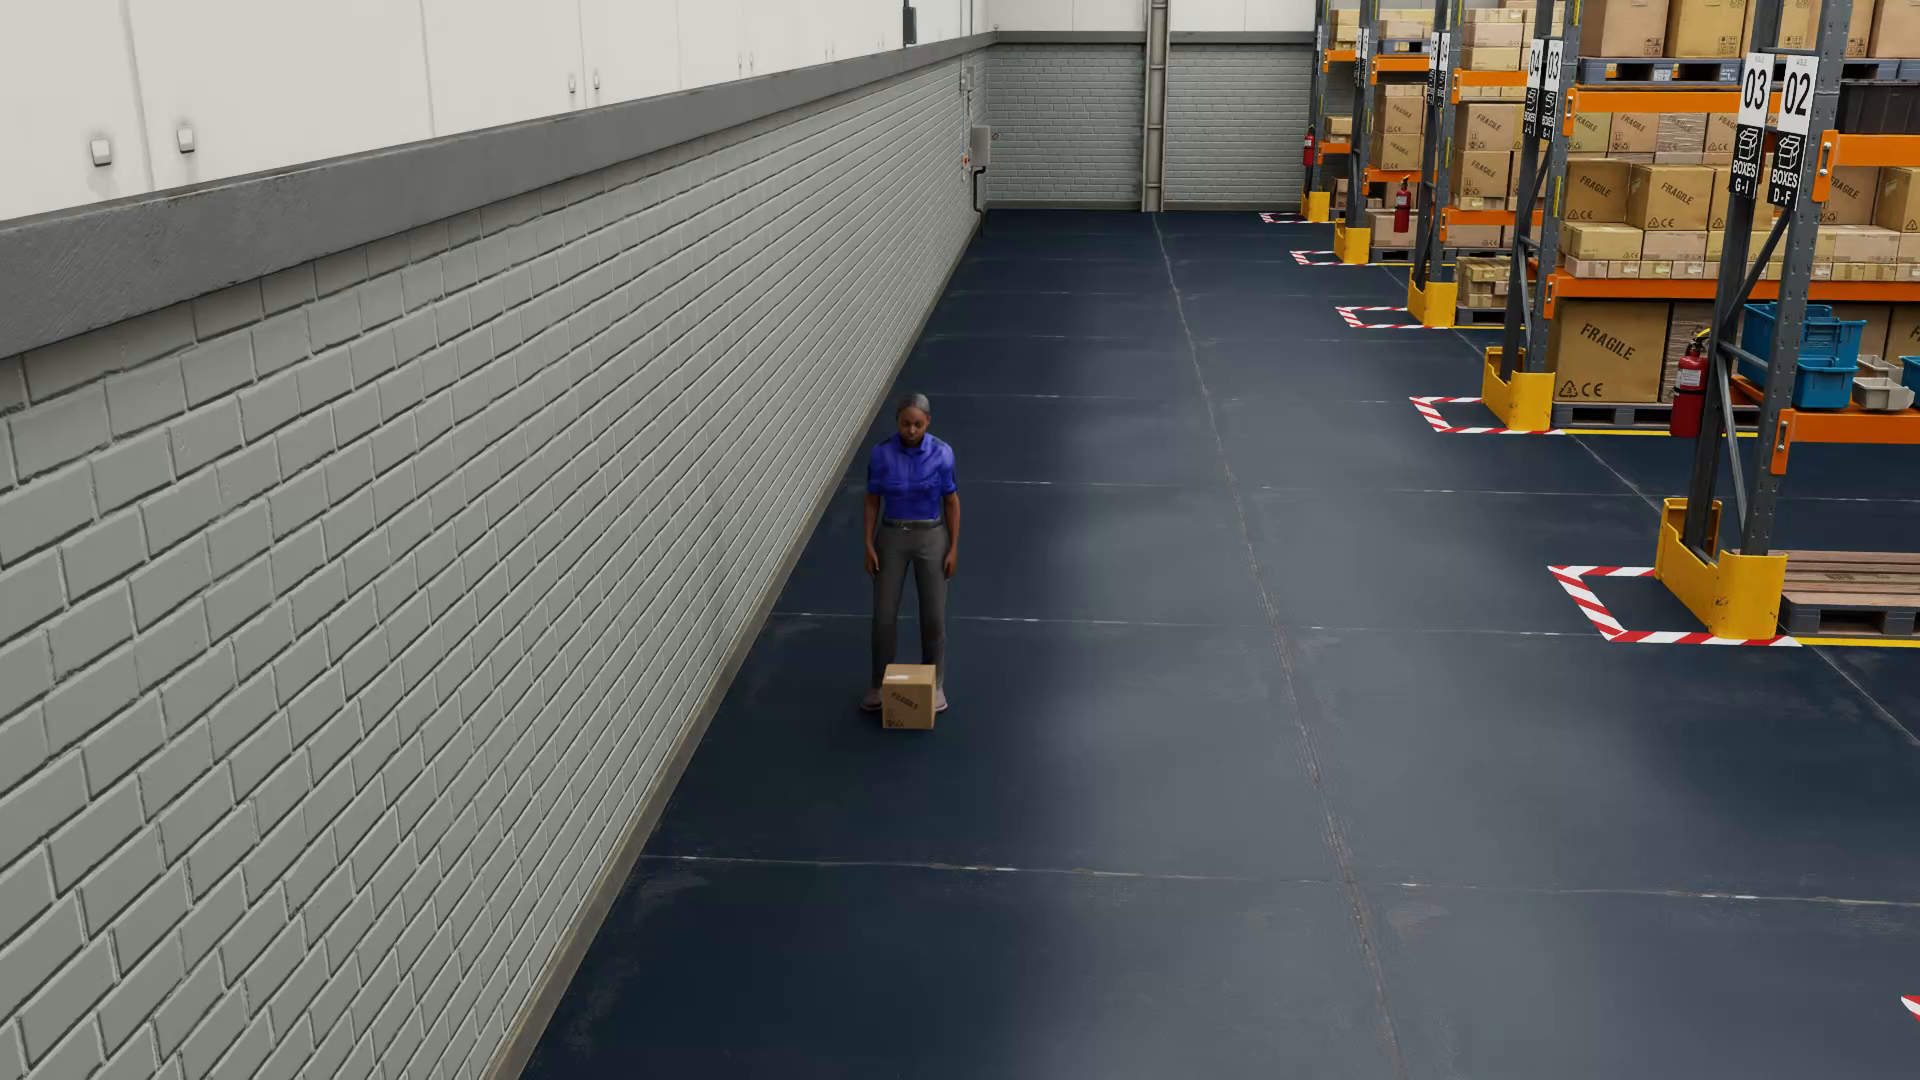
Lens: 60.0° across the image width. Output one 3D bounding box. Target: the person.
[{"bbox_3d":[-0.255,0.051,8.399,0.507,1.654,0.348,1,18,2],"label":"person"}]
